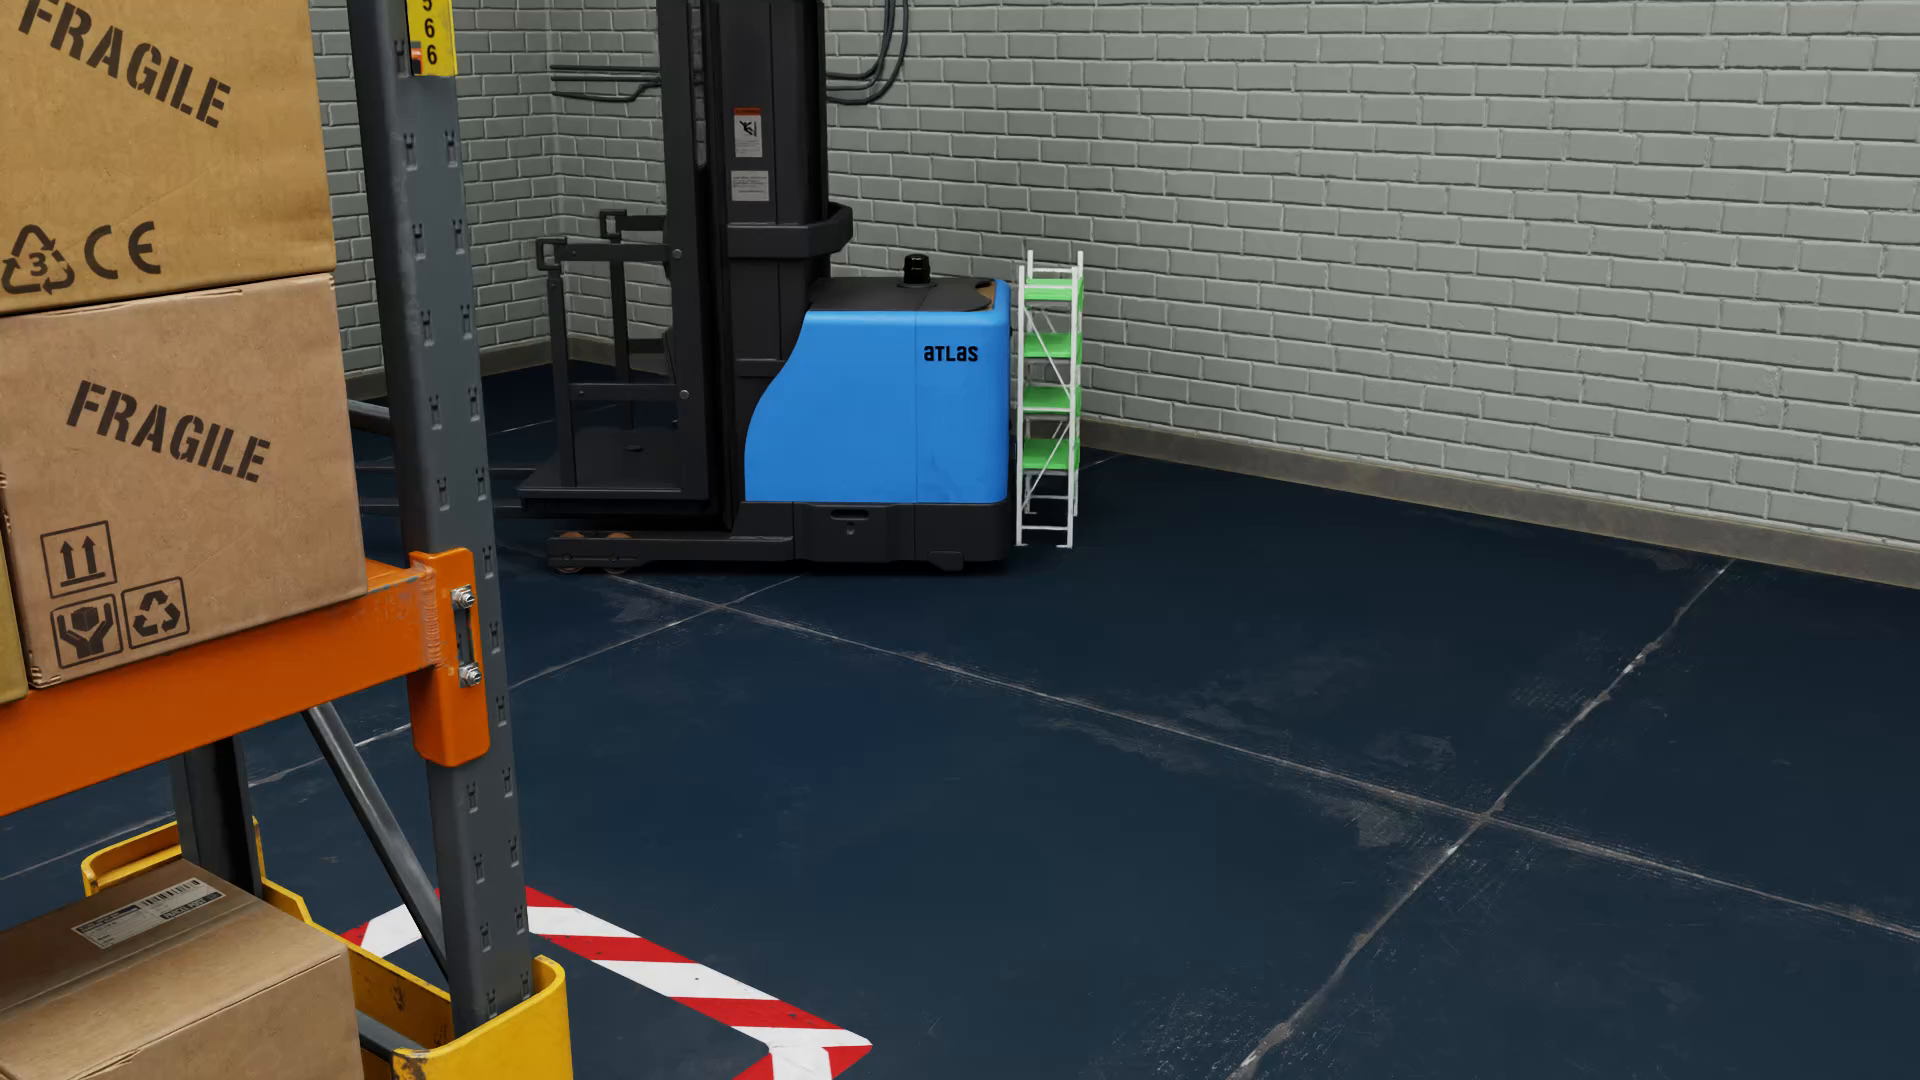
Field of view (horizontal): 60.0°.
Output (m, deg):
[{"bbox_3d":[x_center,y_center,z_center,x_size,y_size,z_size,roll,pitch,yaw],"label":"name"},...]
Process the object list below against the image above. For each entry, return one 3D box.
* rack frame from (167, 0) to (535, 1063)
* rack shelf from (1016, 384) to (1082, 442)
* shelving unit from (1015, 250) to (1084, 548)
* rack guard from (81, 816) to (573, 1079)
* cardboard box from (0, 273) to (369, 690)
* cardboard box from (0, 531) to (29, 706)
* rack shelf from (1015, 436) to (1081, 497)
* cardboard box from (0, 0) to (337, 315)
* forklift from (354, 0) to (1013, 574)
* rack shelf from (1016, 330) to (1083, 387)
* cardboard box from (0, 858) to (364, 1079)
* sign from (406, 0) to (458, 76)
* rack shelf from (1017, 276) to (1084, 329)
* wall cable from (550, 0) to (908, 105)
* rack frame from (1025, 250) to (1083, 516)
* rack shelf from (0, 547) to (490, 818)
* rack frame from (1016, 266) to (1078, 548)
[{"bbox_3d":[-1.216,-0.247,2.981,1.000,3.000,0.127,12,21,35],"label":"rack frame"},{"bbox_3d":[0.389,-0.556,7.227,0.258,0.148,0.480,2,17,6],"label":"rack shelf"},{"bbox_3d":[0.389,-0.617,7.208,0.258,1.200,0.503,2,17,6],"label":"shelving unit"},{"bbox_3d":[-1.261,0.965,3.294,1.175,0.500,0.348,12,21,35],"label":"rack guard"},{"bbox_3d":[-1.264,-0.140,2.468,0.500,0.500,0.500,13,22,36],"label":"cardboard box"},{"bbox_3d":[-1.571,-0.016,2.068,0.500,0.500,0.500,13,21,35],"label":"cardboard box"},{"bbox_3d":[0.389,-0.327,7.298,0.258,0.148,0.480,2,17,6],"label":"rack shelf"},{"bbox_3d":[-1.261,-0.618,2.320,0.500,0.500,0.500,12,21,34],"label":"cardboard box"},{"bbox_3d":[-1.294,-1.416,6.862,3.031,2.935,1.130,1,17,2],"label":"forklift"},{"bbox_3d":[0.389,-0.785,7.156,0.258,0.148,0.480,2,17,6],"label":"rack shelf"},{"bbox_3d":[-1.342,0.910,2.730,0.500,0.500,0.500,12,21,35],"label":"cardboard box"},{"bbox_3d":[-0.782,-0.848,2.431,0.100,0.325,0.005,12,21,35],"label":"sign"},{"bbox_3d":[0.389,-1.015,7.085,0.258,0.148,0.480,2,17,6],"label":"rack shelf"},{"bbox_3d":[-1.540,-3.788,9.503,3.097,2.526,0.112,12,21,35],"label":"wall cable"},{"bbox_3d":[0.417,-0.689,7.440,0.240,1.200,0.015,2,17,6],"label":"rack frame"},{"bbox_3d":[-2.408,0.573,1.554,1.077,0.370,4.000,12,21,35],"label":"rack shelf"},{"bbox_3d":[0.362,-0.545,6.977,0.240,1.200,0.015,2,17,6],"label":"rack frame"}]
